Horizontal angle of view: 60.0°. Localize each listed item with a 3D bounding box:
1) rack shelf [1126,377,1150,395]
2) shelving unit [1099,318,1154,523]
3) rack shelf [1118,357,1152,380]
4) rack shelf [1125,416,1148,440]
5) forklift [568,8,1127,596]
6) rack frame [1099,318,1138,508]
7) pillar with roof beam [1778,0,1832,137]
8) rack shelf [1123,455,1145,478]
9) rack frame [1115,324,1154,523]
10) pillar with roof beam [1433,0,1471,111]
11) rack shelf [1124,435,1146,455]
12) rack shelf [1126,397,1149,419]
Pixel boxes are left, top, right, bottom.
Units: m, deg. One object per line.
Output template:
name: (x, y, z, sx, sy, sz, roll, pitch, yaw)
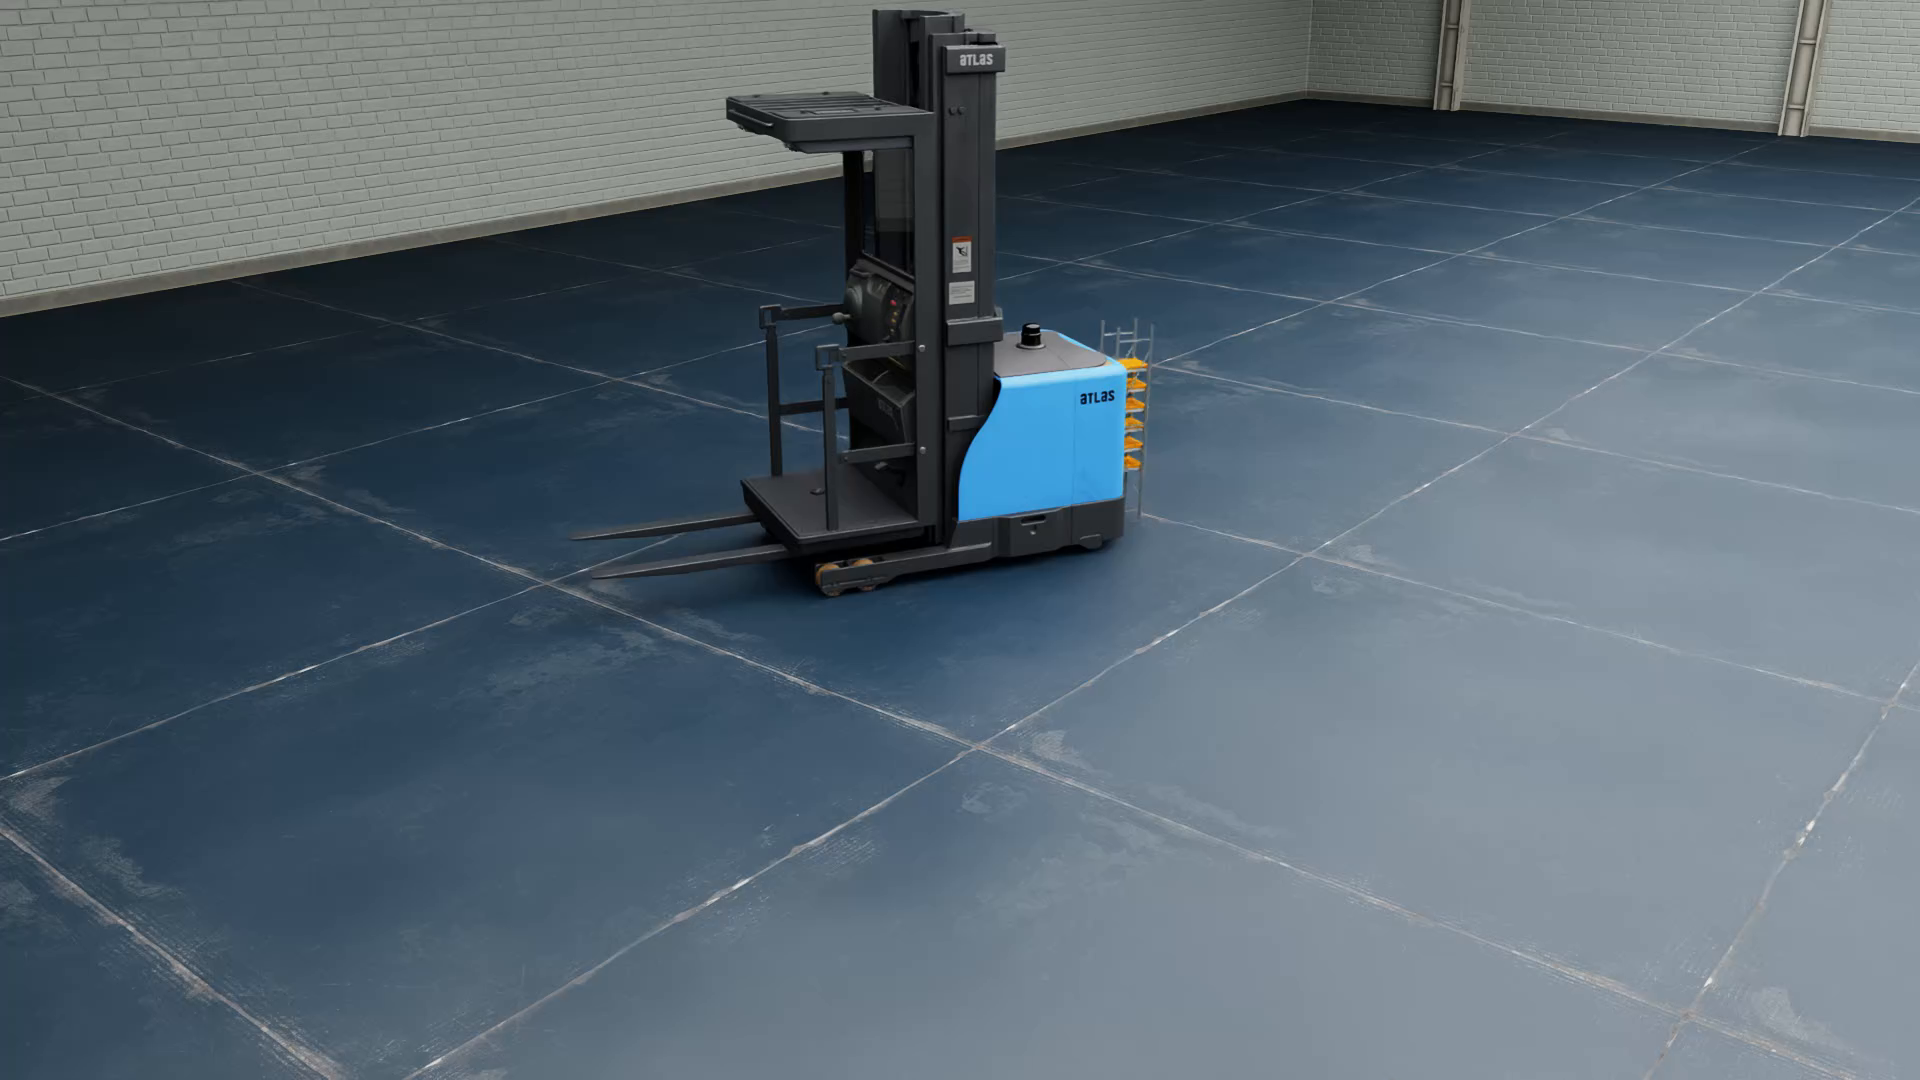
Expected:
rack shelf: (0.954, -0.873, 9.717, 0.258, 0.103, 0.180, -7, 22, -23)
shelving unit: (0.948, -0.689, 9.784, 0.258, 1.200, 0.189, -7, 22, -23)
rack shelf: (0.957, -0.986, 9.676, 0.258, 0.103, 0.180, -7, 22, -23)
rack shelf: (0.947, -0.647, 9.799, 0.258, 0.103, 0.180, -7, 22, -23)
forklift: (-0.624, -1.286, 8.924, 3.031, 2.935, 1.130, -9, 22, -21)
rack frame: (0.911, -0.719, 9.862, 0.240, 1.200, 0.006, -7, 22, -23)
pillar with roof beam: (10.950, -9.681, 22.588, 0.400, 9.000, 9.100, 16, 26, 36)
rack shelf: (0.941, -0.422, 9.881, 0.258, 0.103, 0.180, -7, 22, -23)
rack frame: (0.986, -0.660, 9.706, 0.240, 1.200, 0.006, -7, 22, -23)
pillar with roof beam: (6.302, -11.020, 26.137, 0.400, 9.000, 9.100, 16, 26, 36)
rack shelf: (0.944, -0.535, 9.840, 0.258, 0.103, 0.180, -7, 22, -23)
rack shelf: (0.950, -0.760, 9.758, 0.258, 0.103, 0.180, -7, 22, -23)
